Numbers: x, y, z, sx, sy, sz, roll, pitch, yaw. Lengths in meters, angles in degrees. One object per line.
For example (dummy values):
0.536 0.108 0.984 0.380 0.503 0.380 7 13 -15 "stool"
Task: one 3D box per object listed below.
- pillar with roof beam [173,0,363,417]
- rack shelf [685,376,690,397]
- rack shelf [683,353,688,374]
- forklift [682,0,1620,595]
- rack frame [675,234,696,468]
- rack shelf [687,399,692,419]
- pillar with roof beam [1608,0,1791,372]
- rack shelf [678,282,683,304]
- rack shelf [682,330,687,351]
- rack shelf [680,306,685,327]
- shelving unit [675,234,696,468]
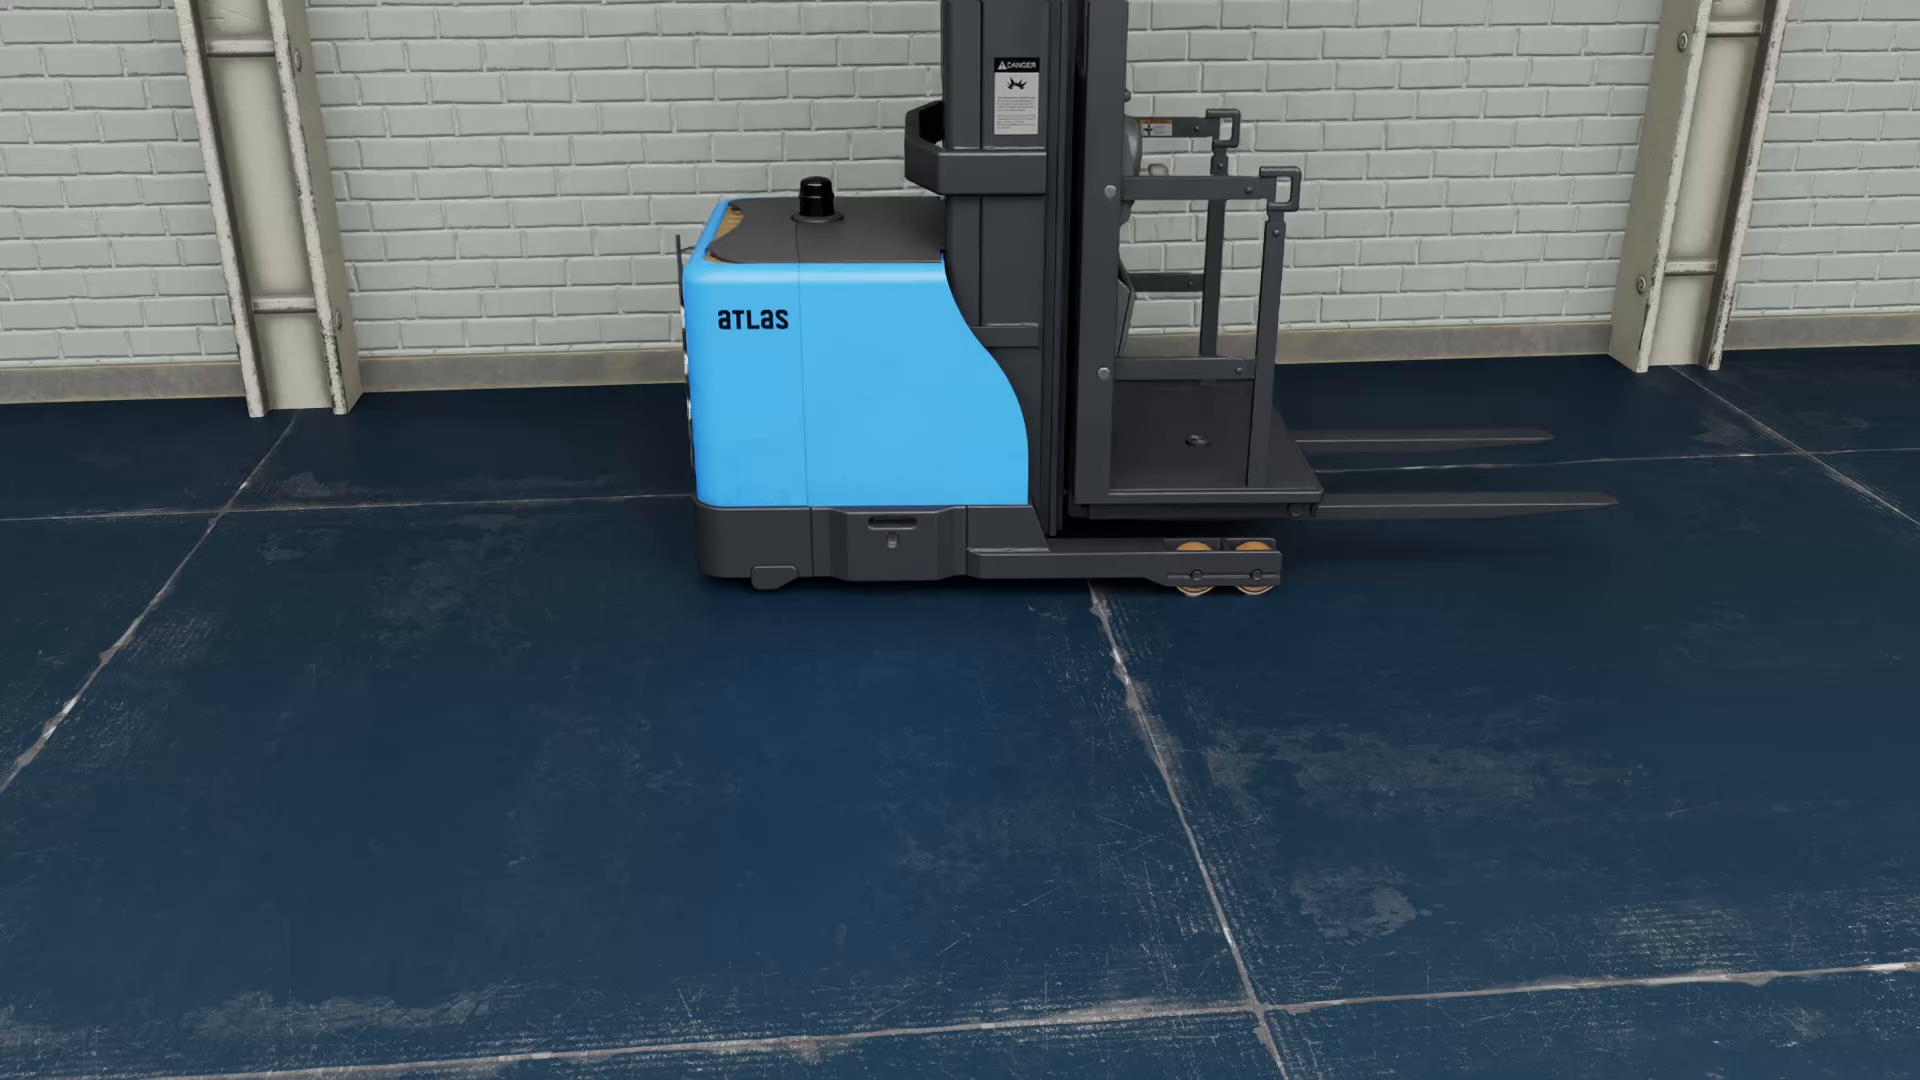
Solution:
-2.344 -2.953 1.313 0.400 9.000 9.100 -2 24 -5 "pillar with roof beam"
-0.880 -0.599 6.294 0.200 0.077 0.258 13 27 26 "rack shelf"
-0.880 -0.682 6.258 0.200 0.077 0.258 13 27 26 "rack shelf"
0.655 -1.378 5.243 3.031 2.935 1.130 -1 24 -1 "forklift"
-0.969 -0.732 6.289 0.006 0.900 0.240 13 27 26 "rack frame"
-0.880 -0.517 6.331 0.200 0.077 0.258 13 27 26 "rack shelf"
3.627 -3.192 1.852 0.400 9.000 9.100 -2 24 -5 "pillar with roof beam"
-0.880 -0.928 6.148 0.200 0.077 0.258 13 27 26 "rack shelf"
-0.880 -0.764 6.221 0.200 0.077 0.258 13 27 26 "rack shelf"
-0.880 -0.846 6.184 0.200 0.077 0.258 13 27 26 "rack shelf"
-0.880 -0.712 6.244 0.210 0.900 0.258 13 27 26 "shelving unit"
